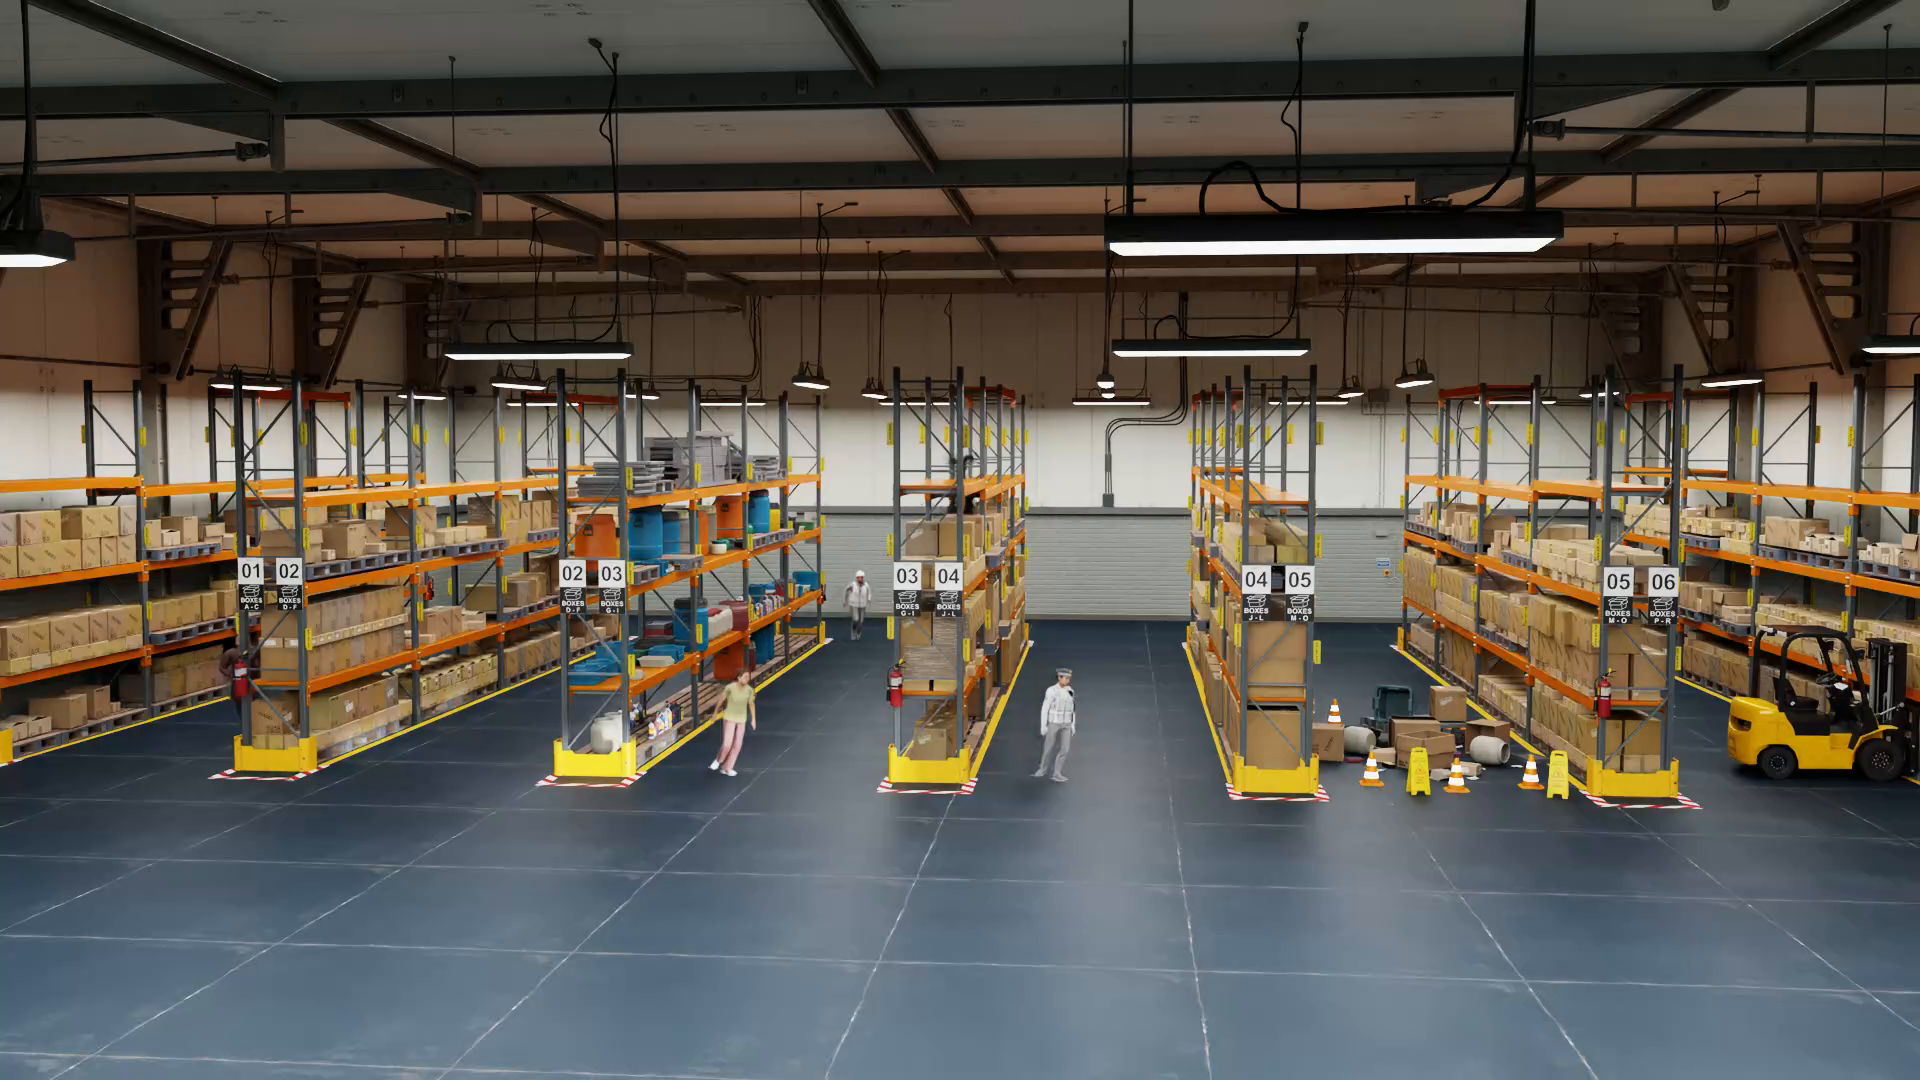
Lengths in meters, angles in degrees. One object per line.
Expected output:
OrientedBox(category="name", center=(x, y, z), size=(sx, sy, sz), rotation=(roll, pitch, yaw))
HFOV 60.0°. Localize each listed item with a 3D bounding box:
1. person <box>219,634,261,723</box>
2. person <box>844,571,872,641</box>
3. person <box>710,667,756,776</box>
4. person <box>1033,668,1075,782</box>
OrientedBox(category="person", center=(-11.923, 2.409, 27.675), size=(0.690, 1.749, 1.010), rotation=(-1, 4, -17))
OrientedBox(category="person", center=(-2.476, 1.605, 40.579), size=(0.614, 1.726, 0.960), rotation=(-1, 4, -18))
OrientedBox(category="person", center=(-3.352, 2.675, 24.531), size=(0.626, 1.619, 0.546), rotation=(-2, 4, -29))
OrientedBox(category="person", center=(1.380, 2.678, 24.155), size=(0.591, 1.651, 0.476), rotation=(-2, 4, -26))
